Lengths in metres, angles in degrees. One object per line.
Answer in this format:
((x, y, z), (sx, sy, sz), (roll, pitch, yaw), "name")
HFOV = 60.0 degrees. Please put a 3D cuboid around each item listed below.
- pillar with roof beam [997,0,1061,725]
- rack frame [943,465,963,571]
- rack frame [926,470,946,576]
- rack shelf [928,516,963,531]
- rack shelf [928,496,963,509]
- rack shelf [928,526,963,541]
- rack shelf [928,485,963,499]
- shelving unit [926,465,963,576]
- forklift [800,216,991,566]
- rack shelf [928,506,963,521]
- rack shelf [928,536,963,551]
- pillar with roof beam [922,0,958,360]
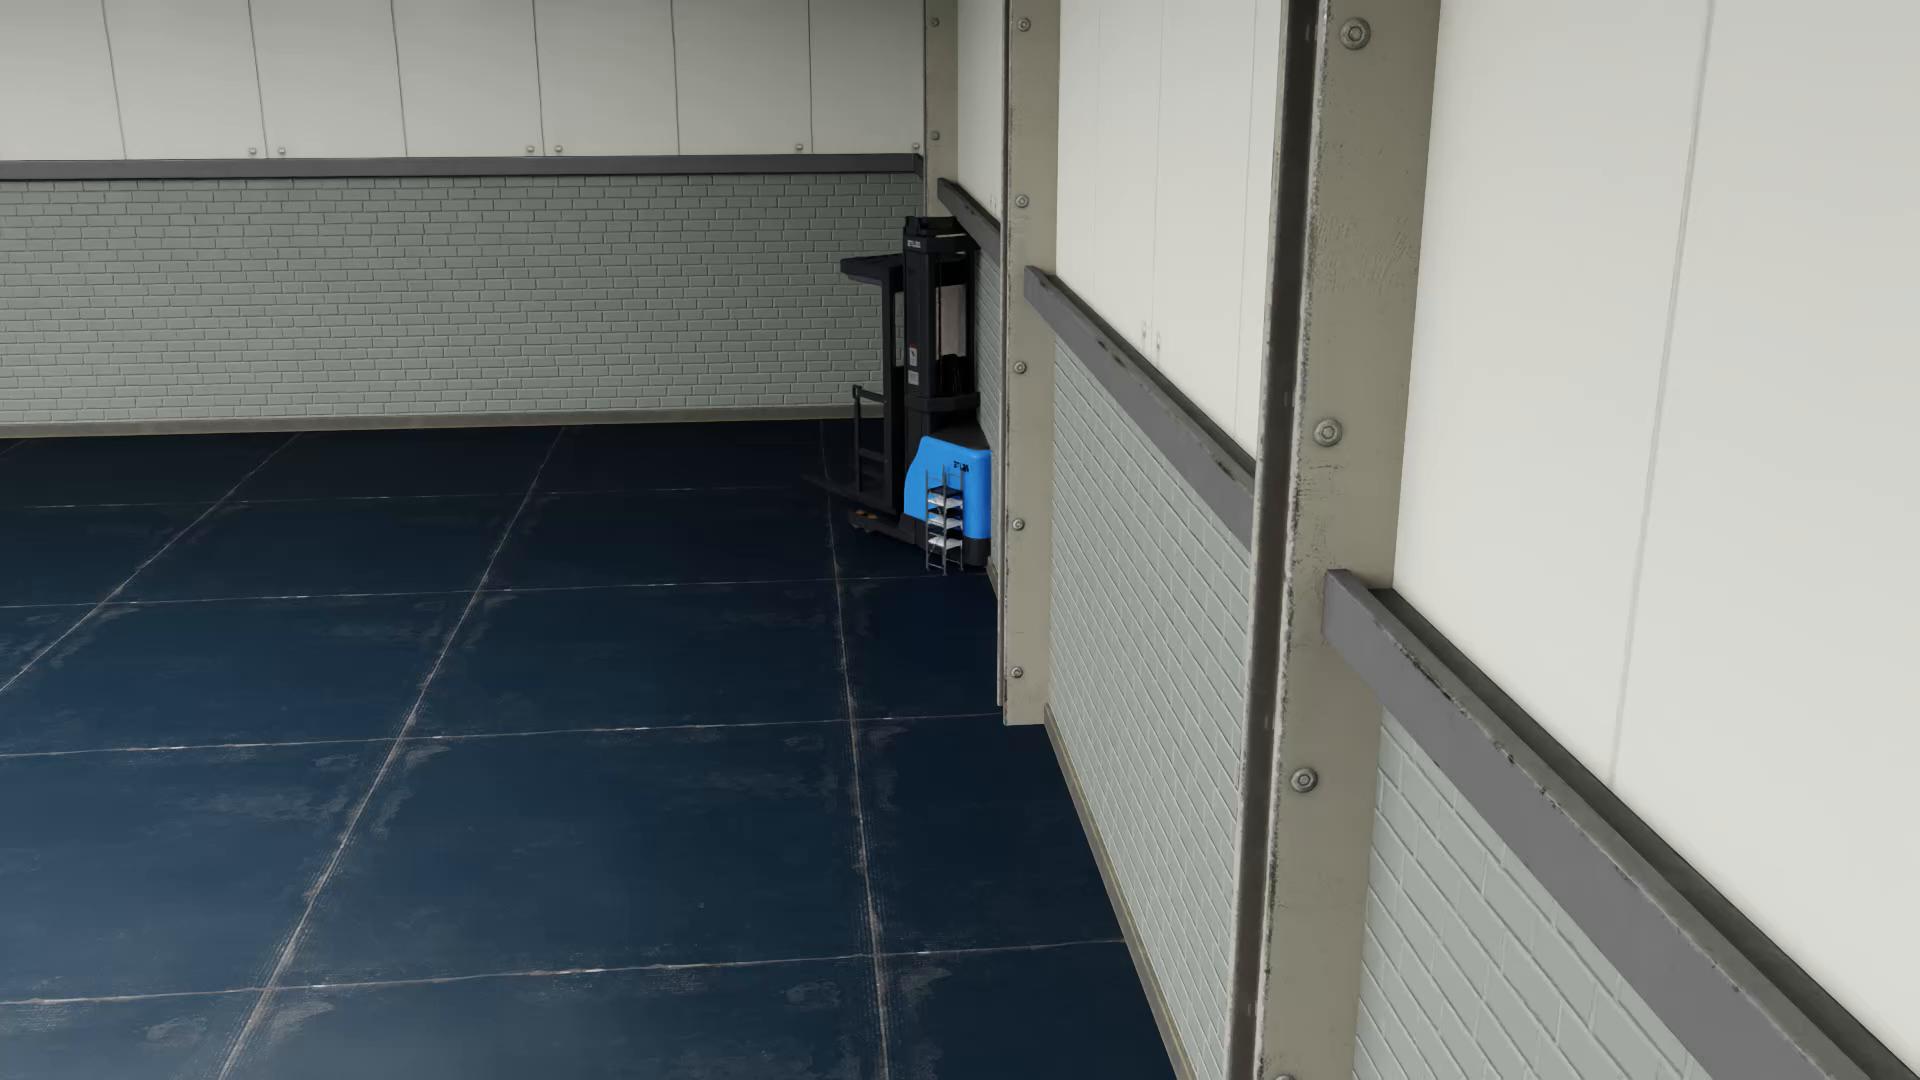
((-3.849, -2.970, 9.685), (9.100, 9.000, 0.400), (-2, 18, -6), "pillar with roof beam")
((-0.063, -0.189, 14.349), (0.006, 0.900, 0.240), (-17, 24, -42), "rack frame")
((-0.207, -0.146, 14.212), (0.006, 0.900, 0.240), (-17, 24, -42), "rack frame")
((-0.135, -0.135, 14.290), (0.200, 0.077, 0.258), (-17, 24, -42), "rack shelf")
((-0.135, -0.307, 14.236), (0.200, 0.077, 0.258), (-17, 24, -42), "rack shelf")
((-0.135, -0.050, 14.317), (0.200, 0.077, 0.258), (-17, 24, -42), "rack shelf")
((-0.135, -0.393, 14.209), (0.200, 0.077, 0.258), (-17, 24, -42), "rack shelf")
((-0.135, -0.167, 14.280), (0.210, 0.900, 0.258), (-17, 24, -42), "shelving unit")
((-0.389, -1.545, 15.277), (1.130, 2.935, 3.031), (-13, 22, -37), "forklift")
((-0.135, -0.221, 14.263), (0.200, 0.077, 0.258), (-17, 24, -42), "rack shelf")
((-0.135, 0.036, 14.344), (0.200, 0.077, 0.258), (-17, 24, -42), "rack shelf")
((-4.468, -4.757, 15.379), (9.100, 9.000, 0.400), (-2, 18, -6), "pillar with roof beam")
